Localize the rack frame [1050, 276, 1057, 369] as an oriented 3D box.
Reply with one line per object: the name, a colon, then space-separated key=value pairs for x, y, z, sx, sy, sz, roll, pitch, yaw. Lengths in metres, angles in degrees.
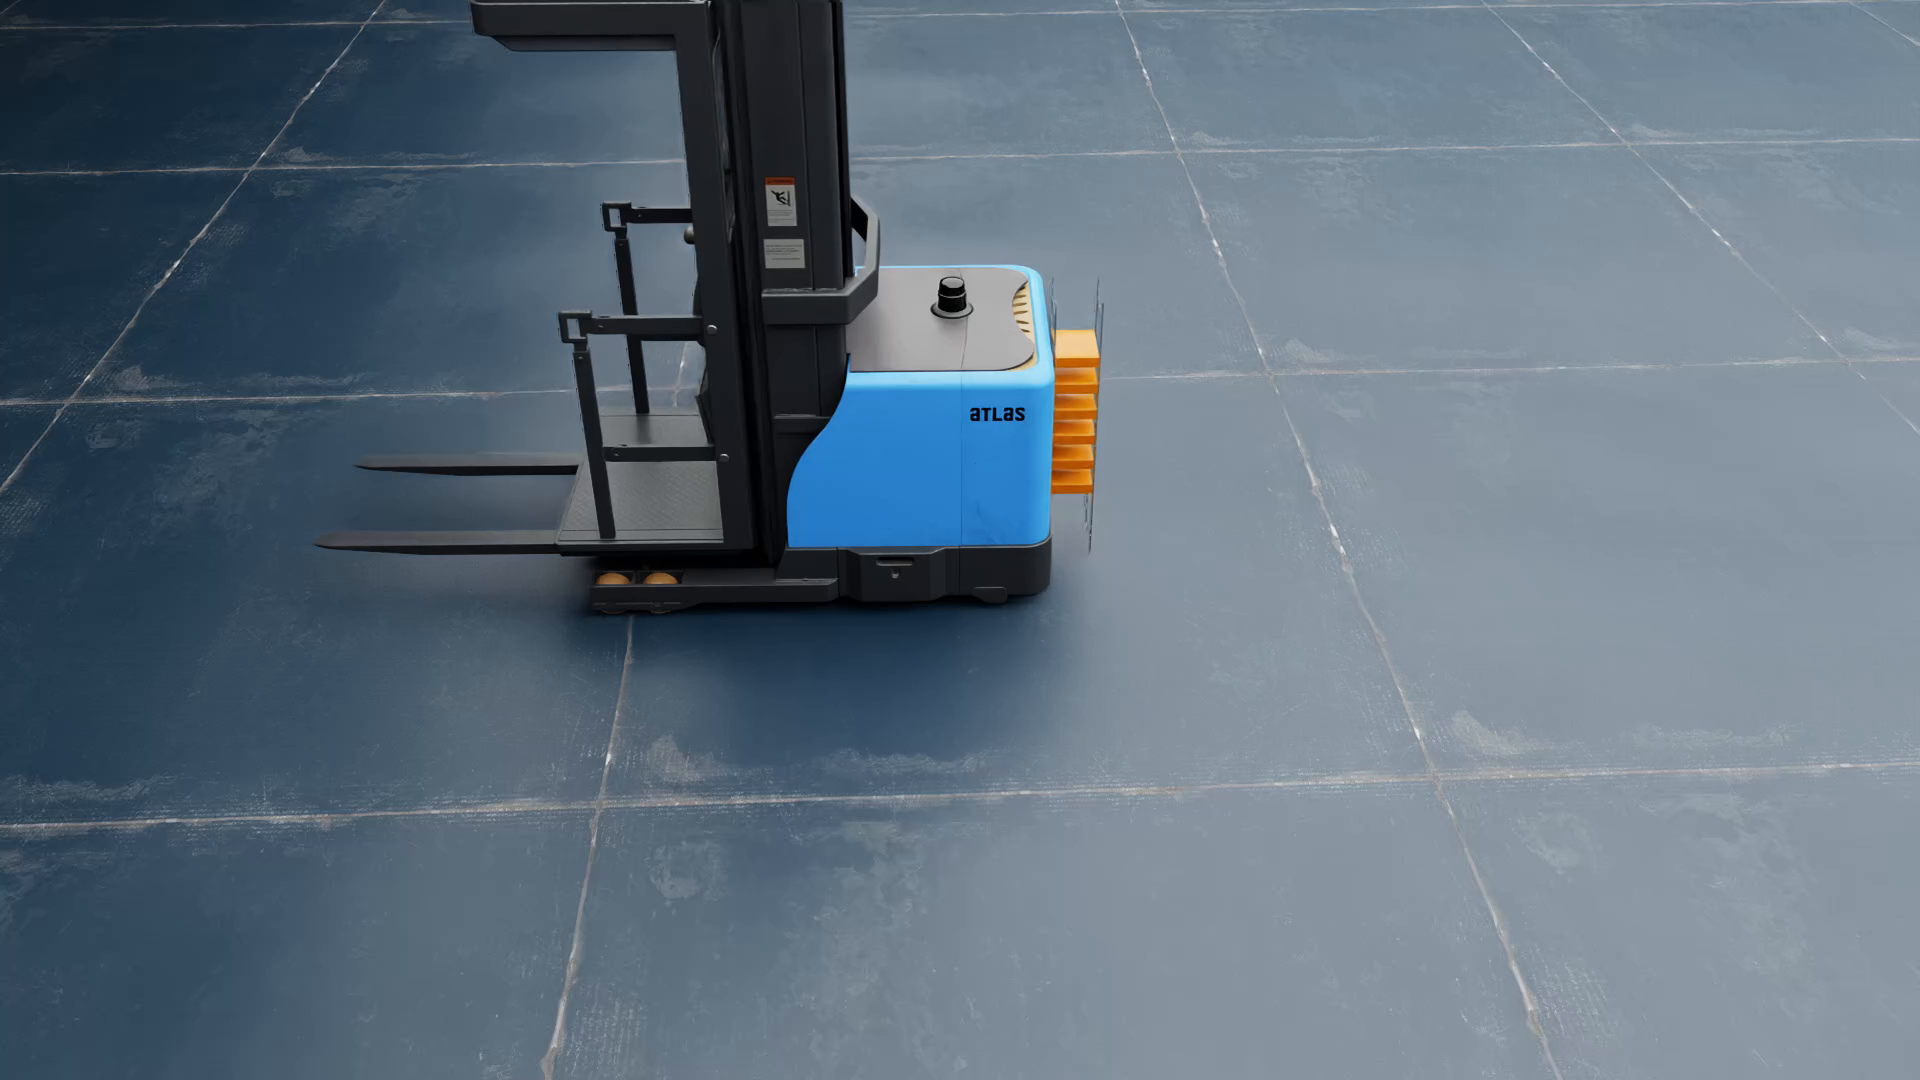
rack frame: x=0.374 y=-0.496 z=6.913 sx=0.006 sy=1.200 sz=0.240 roll=-1 pitch=35 yaw=-1

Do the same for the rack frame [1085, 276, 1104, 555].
rack frame: x=0.557 y=-0.498 z=6.915 sx=0.006 sy=1.200 sz=0.240 roll=-1 pitch=35 yaw=-1

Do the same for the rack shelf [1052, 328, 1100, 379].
rack shelf: x=0.465 y=-0.756 z=6.734 sx=0.180 sy=0.103 sz=0.258 roll=-1 pitch=35 yaw=-1

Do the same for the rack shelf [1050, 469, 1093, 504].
rack shelf: x=0.465 y=-0.263 z=7.076 sx=0.180 sy=0.103 sz=0.258 roll=-1 pitch=35 yaw=-1

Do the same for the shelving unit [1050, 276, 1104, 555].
shelving unit: x=0.465 y=-0.497 z=6.914 sx=0.189 sy=1.200 sz=0.258 roll=-1 pitch=35 yaw=-1

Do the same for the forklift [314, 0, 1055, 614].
forklift: x=-1.147 y=-1.207 z=6.418 sx=3.031 sy=2.935 sz=1.130 roll=-1 pitch=35 yaw=-1

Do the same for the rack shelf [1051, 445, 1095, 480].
rack shelf: x=0.465 y=-0.362 z=7.007 sx=0.180 sy=0.103 sz=0.258 roll=-1 pitch=35 yaw=-1

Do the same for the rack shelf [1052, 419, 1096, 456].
rack shelf: x=0.465 y=-0.460 z=6.939 sx=0.180 sy=0.103 sz=0.258 roll=-1 pitch=35 yaw=-1

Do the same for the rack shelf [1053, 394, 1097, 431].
rack shelf: x=0.465 y=-0.559 z=6.871 sx=0.180 sy=0.103 sz=0.258 roll=-1 pitch=35 yaw=-1

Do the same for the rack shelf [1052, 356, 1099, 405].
rack shelf: x=0.465 y=-0.658 z=6.802 sx=0.180 sy=0.103 sz=0.258 roll=-1 pitch=35 yaw=-1
